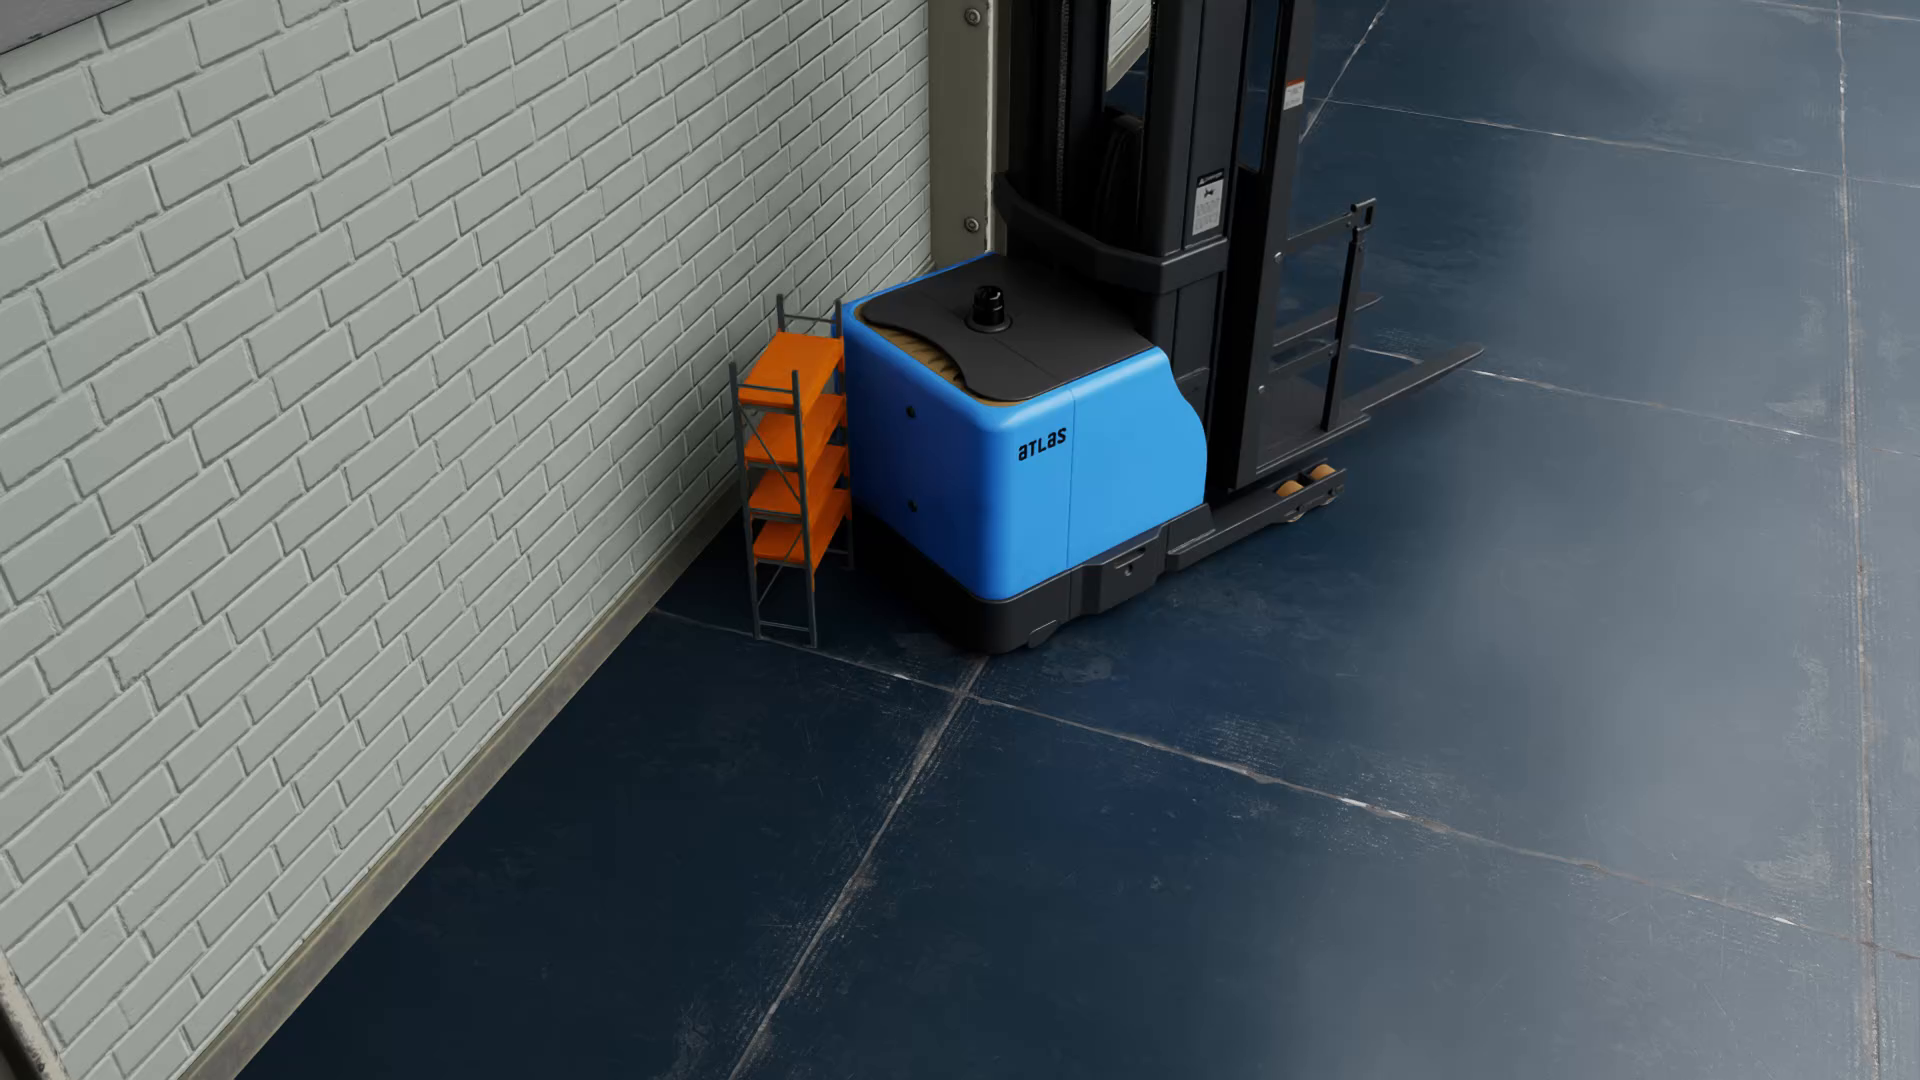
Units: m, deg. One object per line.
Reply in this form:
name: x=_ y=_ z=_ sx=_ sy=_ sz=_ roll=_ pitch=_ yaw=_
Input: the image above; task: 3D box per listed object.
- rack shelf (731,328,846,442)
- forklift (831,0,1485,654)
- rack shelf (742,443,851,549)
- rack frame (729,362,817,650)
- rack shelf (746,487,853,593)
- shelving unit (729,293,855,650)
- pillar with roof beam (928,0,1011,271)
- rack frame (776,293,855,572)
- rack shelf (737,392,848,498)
rack shelf: x=-0.594 y=-0.550 z=5.827 sx=0.258 sy=0.148 sz=0.480 roll=8 pitch=38 yaw=11
forklift: x=0.986 y=-1.476 z=6.277 sx=3.031 sy=2.935 sz=1.130 roll=-25 pitch=43 yaw=-29
rack shelf: x=-0.594 y=-0.181 z=6.103 sx=0.258 sy=0.148 sz=0.480 roll=8 pitch=38 yaw=11
rack frame: x=-0.652 y=-0.093 z=5.873 sx=0.240 sy=1.200 sz=0.015 roll=8 pitch=38 yaw=11
rack shelf: x=-0.594 y=-0.022 z=6.222 sx=0.258 sy=0.148 sz=0.480 roll=8 pitch=38 yaw=11
shelving unit: x=-0.594 y=-0.235 z=6.062 sx=0.258 sy=1.200 sz=0.503 roll=8 pitch=38 yaw=11
pillar with roof beam: x=4.045 y=-3.998 z=4.582 sx=9.100 sy=9.000 sz=0.400 roll=14 pitch=39 yaw=18
rack frame: x=-0.536 y=-0.377 z=6.252 sx=0.240 sy=1.200 sz=0.015 roll=8 pitch=38 yaw=11
rack shelf: x=-0.594 y=-0.360 z=5.969 sx=0.258 sy=0.148 sz=0.480 roll=8 pitch=38 yaw=11
